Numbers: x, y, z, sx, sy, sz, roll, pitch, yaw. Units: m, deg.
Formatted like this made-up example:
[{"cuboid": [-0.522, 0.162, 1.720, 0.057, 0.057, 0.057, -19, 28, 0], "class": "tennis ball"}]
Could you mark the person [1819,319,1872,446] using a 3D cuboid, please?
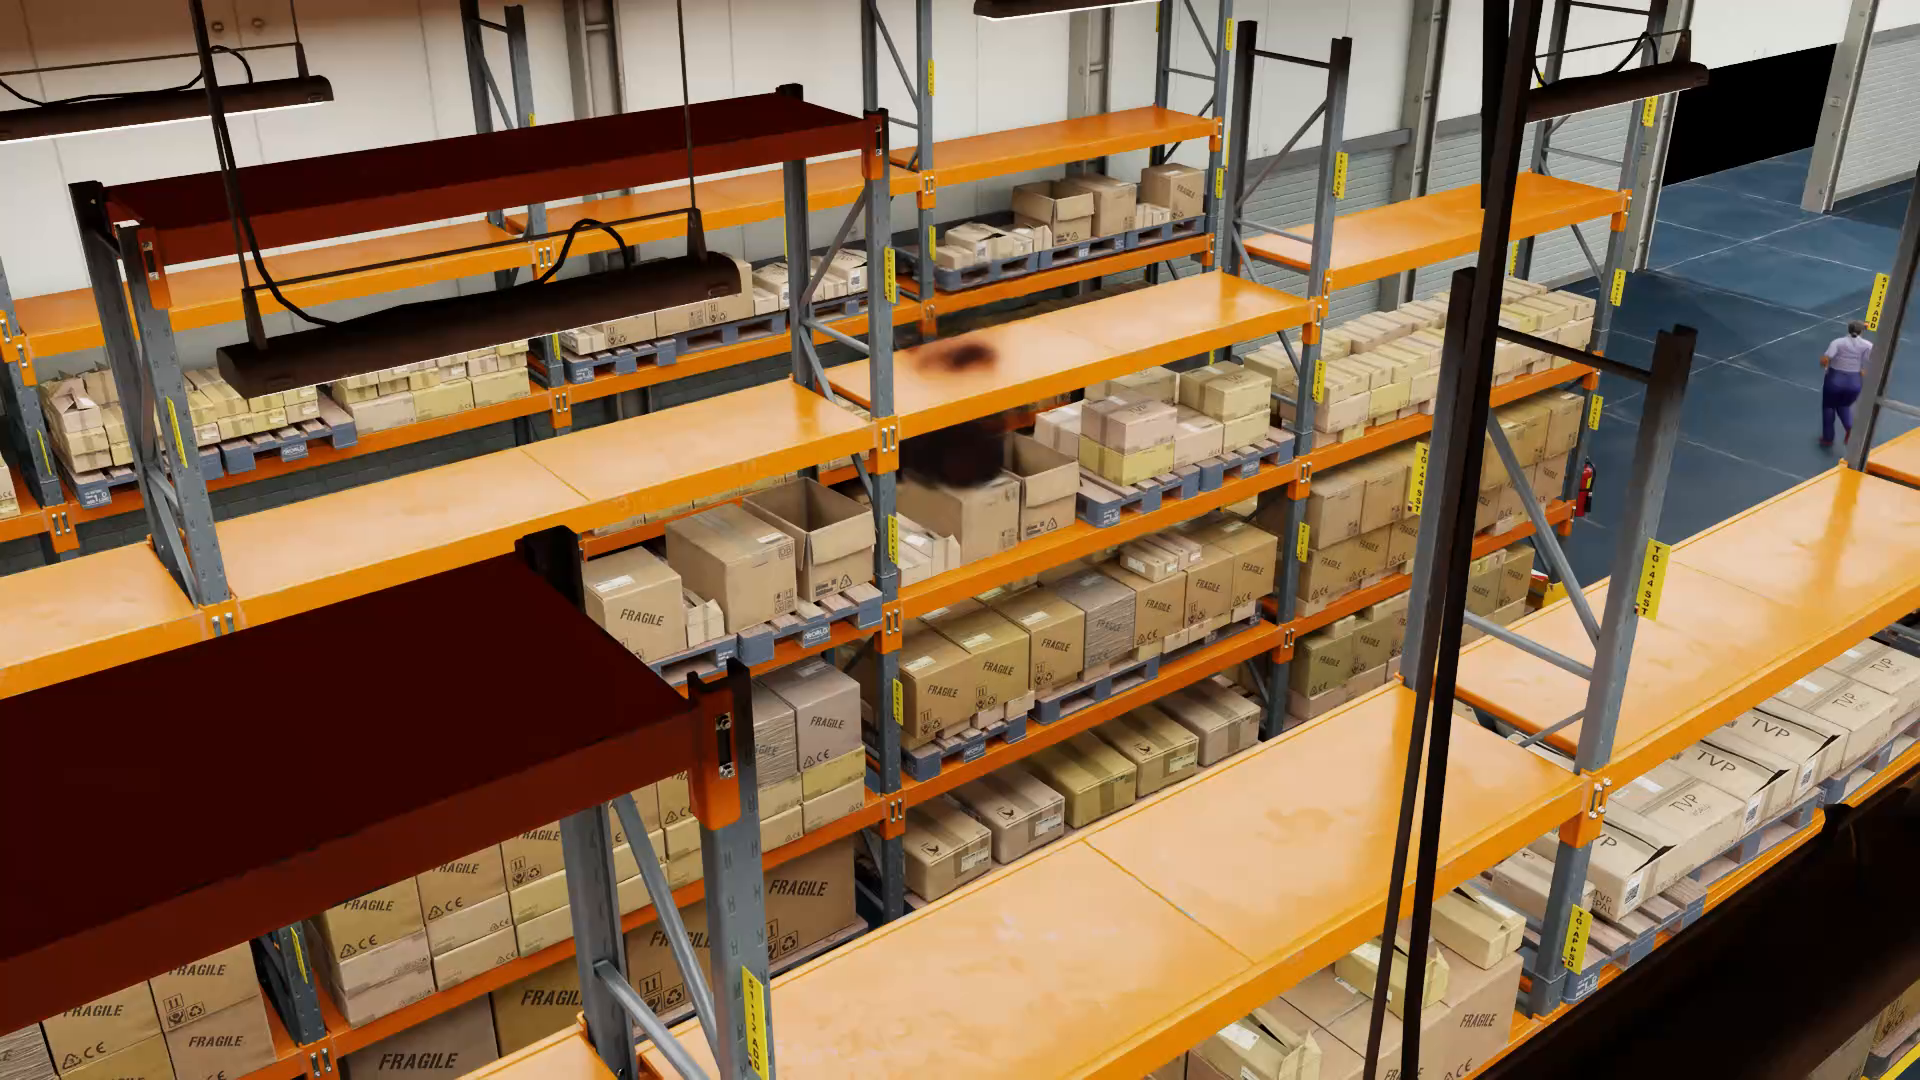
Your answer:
[{"cuboid": [10.697, -1.884, 20.171, 0.600, 1.610, 0.596, 6, 27, 12], "class": "person"}]
